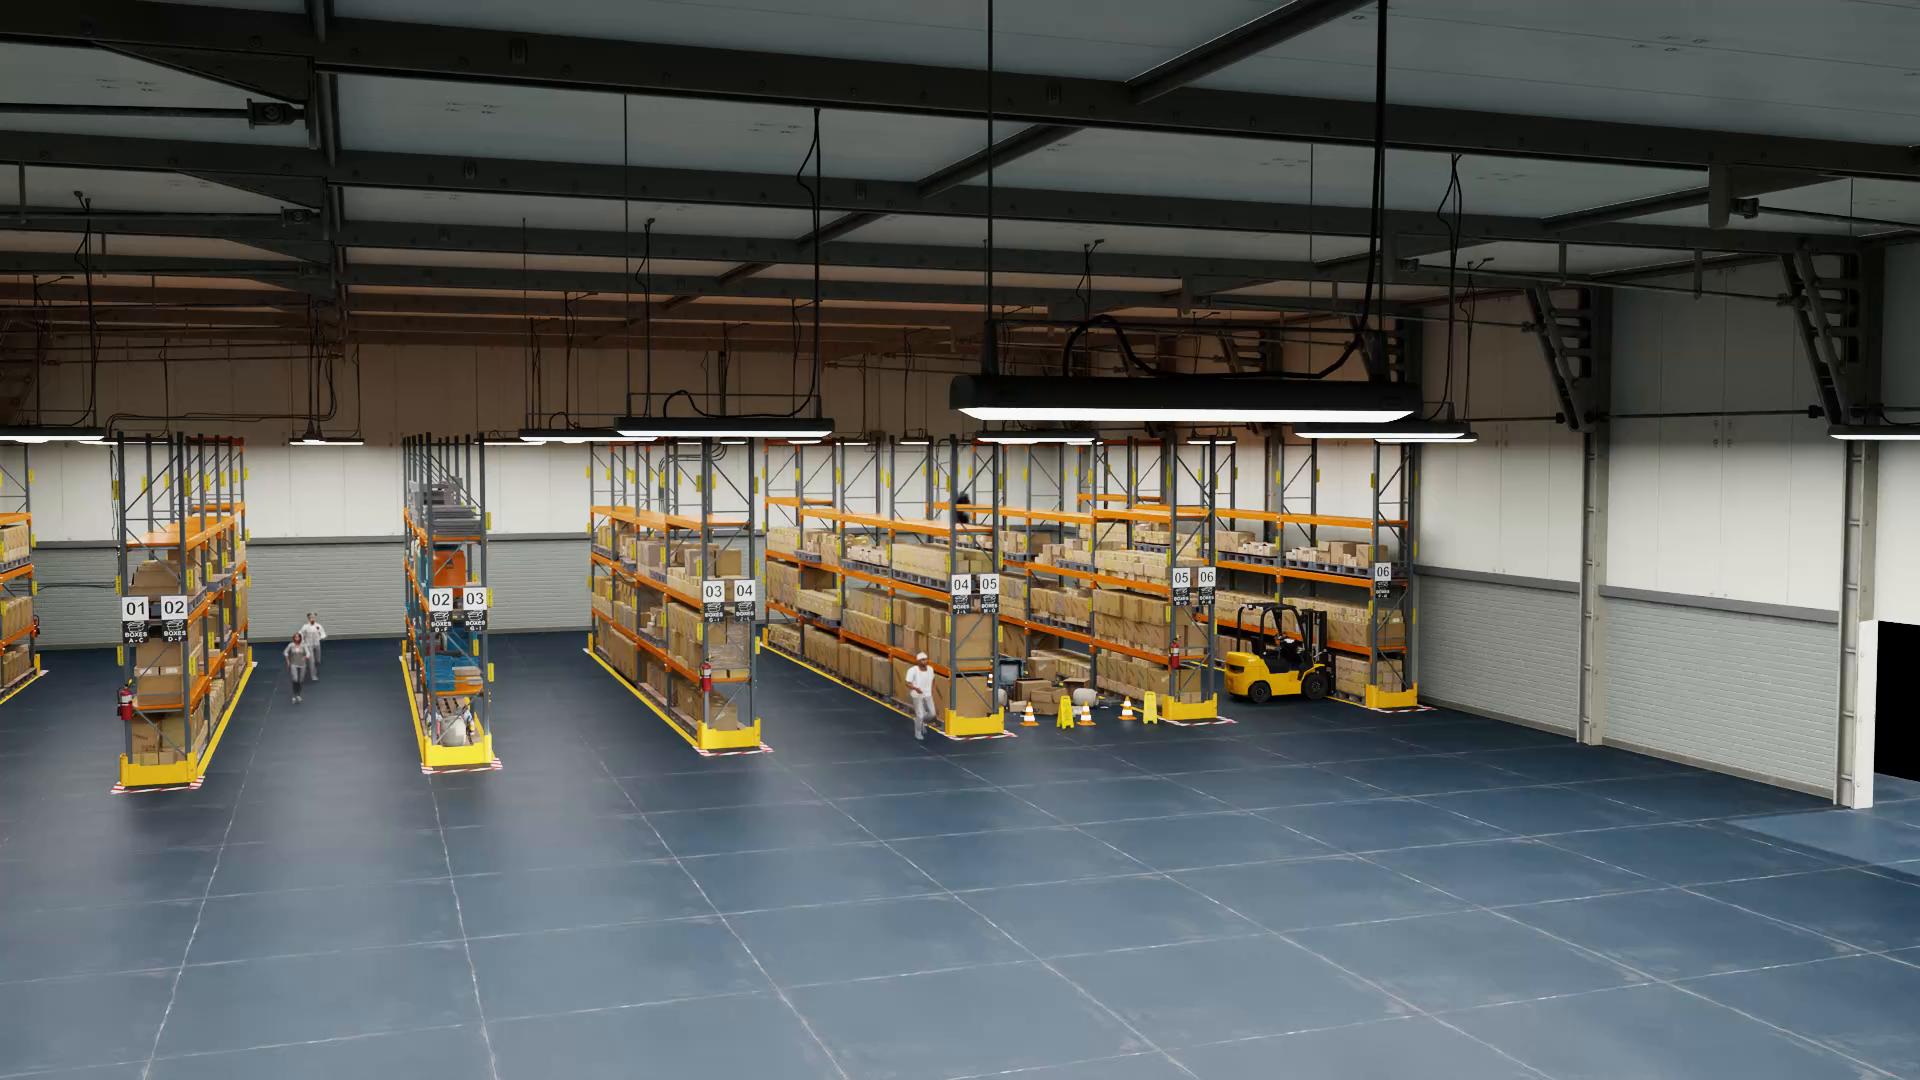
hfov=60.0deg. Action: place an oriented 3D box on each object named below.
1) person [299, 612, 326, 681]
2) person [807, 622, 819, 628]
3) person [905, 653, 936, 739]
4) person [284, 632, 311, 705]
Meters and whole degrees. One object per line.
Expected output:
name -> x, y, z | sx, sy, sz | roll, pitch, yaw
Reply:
person -> -15.968, 2.610, 41.016 | 0.626, 1.667, 0.822 | -2, 4, -32
person -> -4.346, 2.085, 49.936 | 0.713, 1.723, 0.693 | -2, 4, -29
person -> -0.721, 3.062, 32.629 | 0.705, 1.715, 0.595 | -2, 4, -29
person -> -14.812, 2.867, 37.214 | 0.528, 1.604, 0.684 | -2, 4, -29
